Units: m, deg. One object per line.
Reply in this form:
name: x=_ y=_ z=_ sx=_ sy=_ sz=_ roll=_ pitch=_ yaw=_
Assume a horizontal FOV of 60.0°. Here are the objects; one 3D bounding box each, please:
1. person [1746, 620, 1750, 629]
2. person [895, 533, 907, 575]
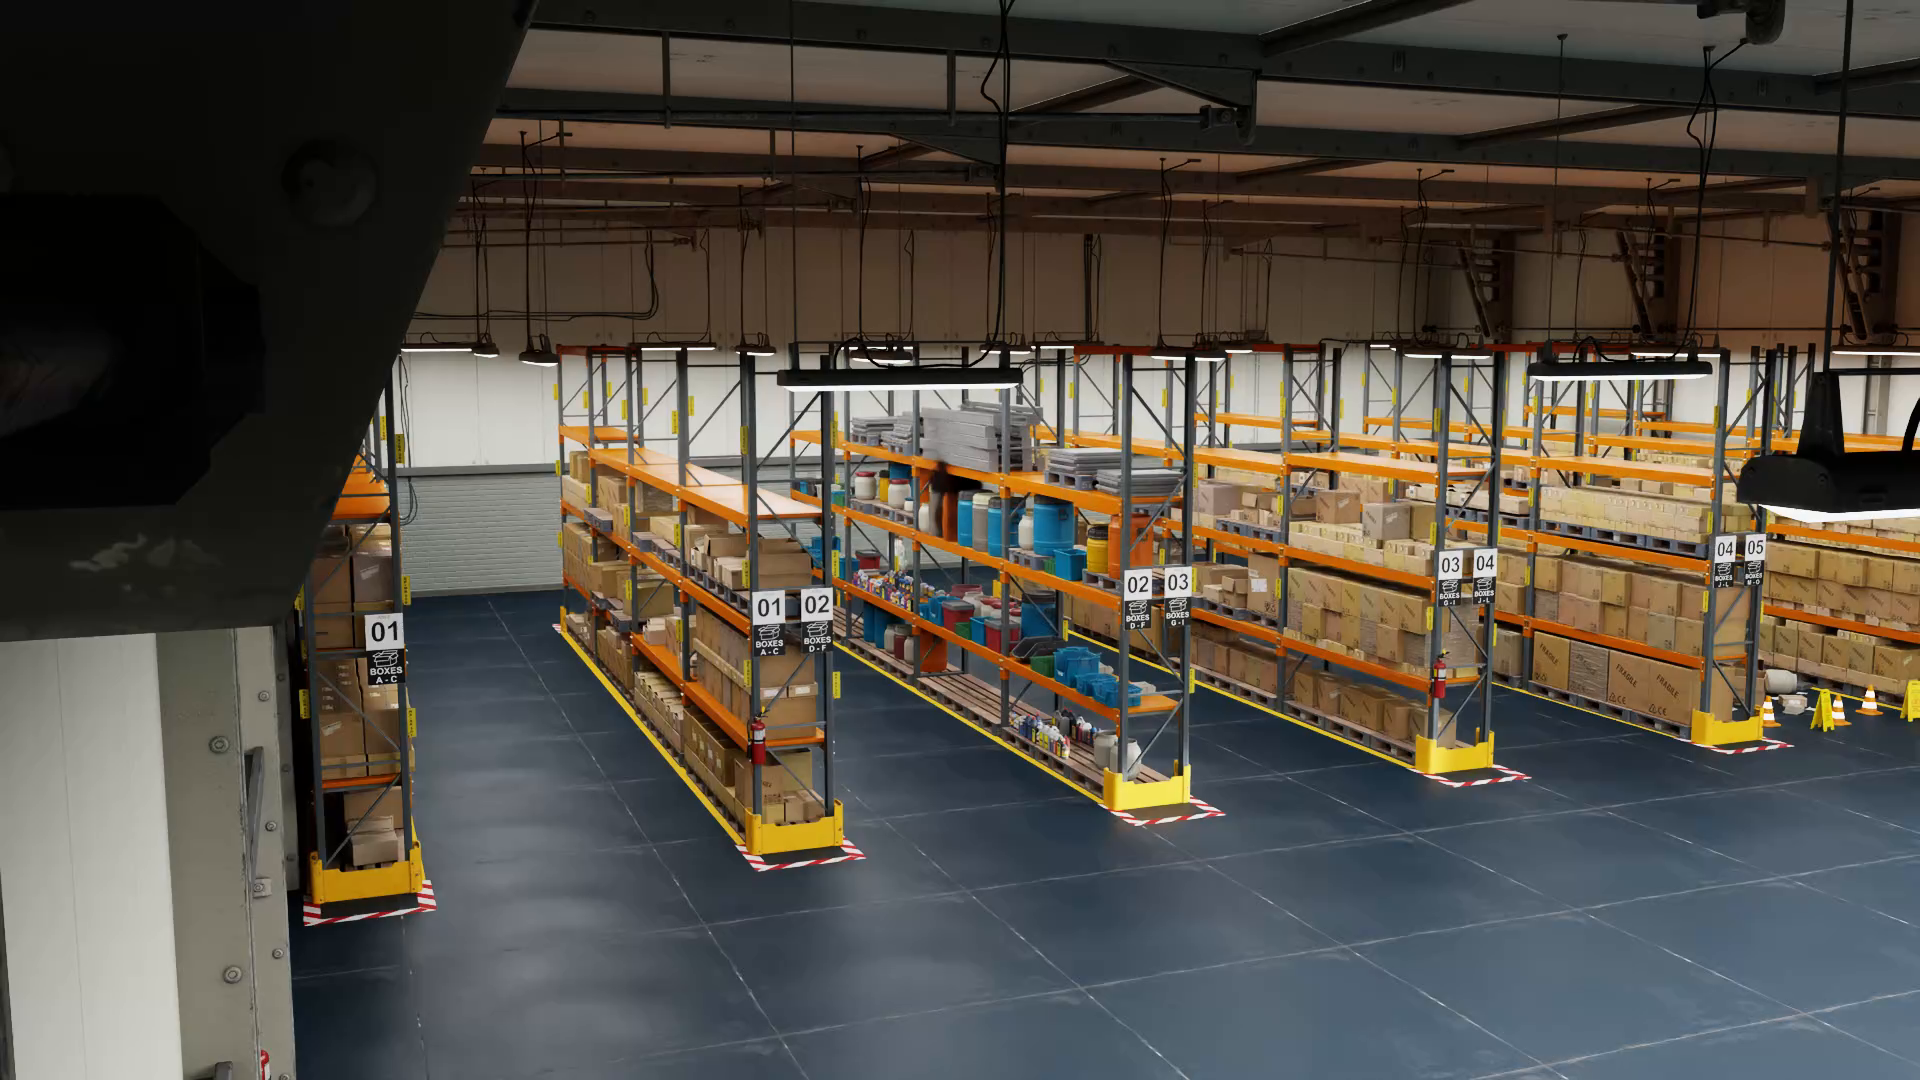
person: x=15.721 y=1.256 z=32.984 sx=0.640 sy=1.779 sz=0.942 roll=-4 pitch=8 yaw=-29
person: x=-1.472 y=0.531 z=39.102 sx=0.478 sy=1.594 sz=0.666 roll=-1 pitch=7 yaw=-8
